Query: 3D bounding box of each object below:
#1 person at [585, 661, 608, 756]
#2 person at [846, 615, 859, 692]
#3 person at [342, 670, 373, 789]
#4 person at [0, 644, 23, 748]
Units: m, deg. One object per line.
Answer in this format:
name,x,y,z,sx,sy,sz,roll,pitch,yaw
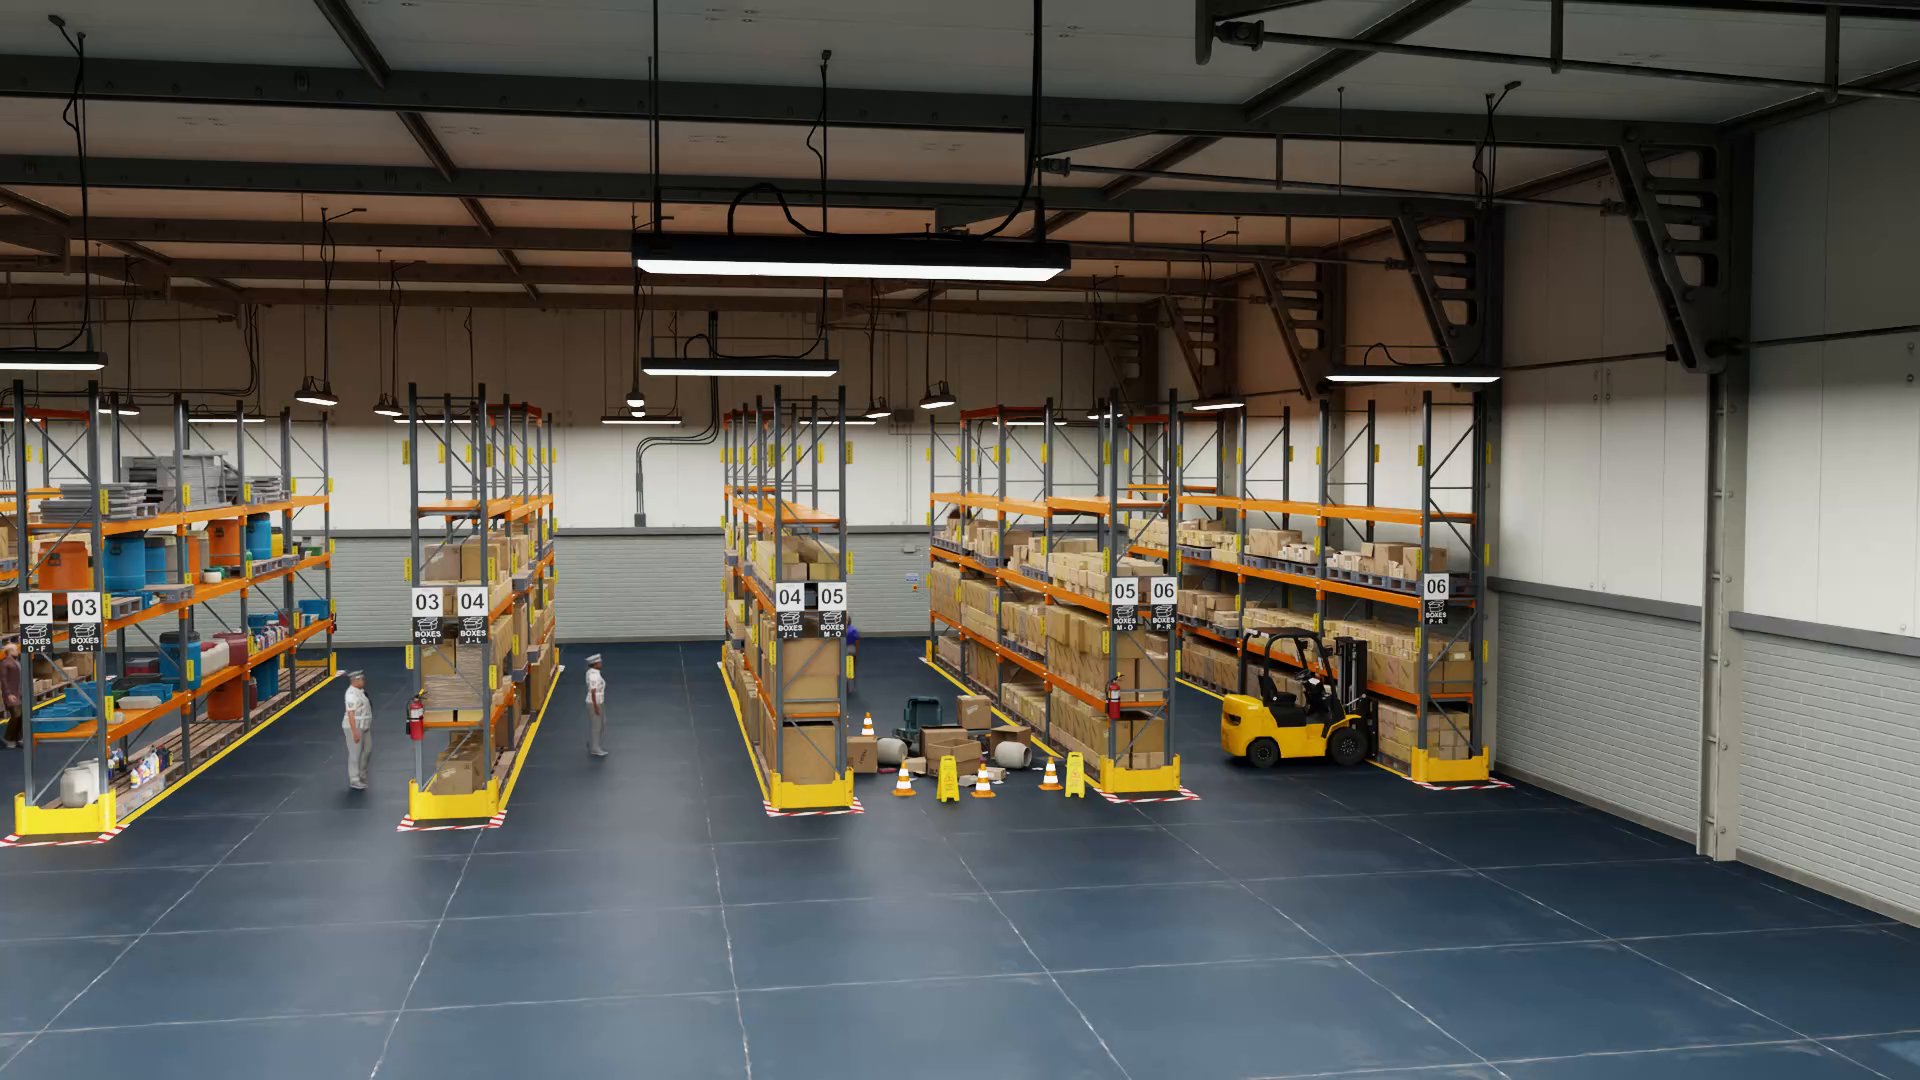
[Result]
person,-6.104,2.781,27.904,0.412,1.695,0.530,0,3,-5
person,-2.373,2.397,35.134,0.425,1.668,0.738,-1,3,-14
person,-9.111,2.891,25.168,0.426,1.858,0.624,0,3,3
person,-16.295,2.697,28.718,0.464,1.818,0.600,1,3,13
